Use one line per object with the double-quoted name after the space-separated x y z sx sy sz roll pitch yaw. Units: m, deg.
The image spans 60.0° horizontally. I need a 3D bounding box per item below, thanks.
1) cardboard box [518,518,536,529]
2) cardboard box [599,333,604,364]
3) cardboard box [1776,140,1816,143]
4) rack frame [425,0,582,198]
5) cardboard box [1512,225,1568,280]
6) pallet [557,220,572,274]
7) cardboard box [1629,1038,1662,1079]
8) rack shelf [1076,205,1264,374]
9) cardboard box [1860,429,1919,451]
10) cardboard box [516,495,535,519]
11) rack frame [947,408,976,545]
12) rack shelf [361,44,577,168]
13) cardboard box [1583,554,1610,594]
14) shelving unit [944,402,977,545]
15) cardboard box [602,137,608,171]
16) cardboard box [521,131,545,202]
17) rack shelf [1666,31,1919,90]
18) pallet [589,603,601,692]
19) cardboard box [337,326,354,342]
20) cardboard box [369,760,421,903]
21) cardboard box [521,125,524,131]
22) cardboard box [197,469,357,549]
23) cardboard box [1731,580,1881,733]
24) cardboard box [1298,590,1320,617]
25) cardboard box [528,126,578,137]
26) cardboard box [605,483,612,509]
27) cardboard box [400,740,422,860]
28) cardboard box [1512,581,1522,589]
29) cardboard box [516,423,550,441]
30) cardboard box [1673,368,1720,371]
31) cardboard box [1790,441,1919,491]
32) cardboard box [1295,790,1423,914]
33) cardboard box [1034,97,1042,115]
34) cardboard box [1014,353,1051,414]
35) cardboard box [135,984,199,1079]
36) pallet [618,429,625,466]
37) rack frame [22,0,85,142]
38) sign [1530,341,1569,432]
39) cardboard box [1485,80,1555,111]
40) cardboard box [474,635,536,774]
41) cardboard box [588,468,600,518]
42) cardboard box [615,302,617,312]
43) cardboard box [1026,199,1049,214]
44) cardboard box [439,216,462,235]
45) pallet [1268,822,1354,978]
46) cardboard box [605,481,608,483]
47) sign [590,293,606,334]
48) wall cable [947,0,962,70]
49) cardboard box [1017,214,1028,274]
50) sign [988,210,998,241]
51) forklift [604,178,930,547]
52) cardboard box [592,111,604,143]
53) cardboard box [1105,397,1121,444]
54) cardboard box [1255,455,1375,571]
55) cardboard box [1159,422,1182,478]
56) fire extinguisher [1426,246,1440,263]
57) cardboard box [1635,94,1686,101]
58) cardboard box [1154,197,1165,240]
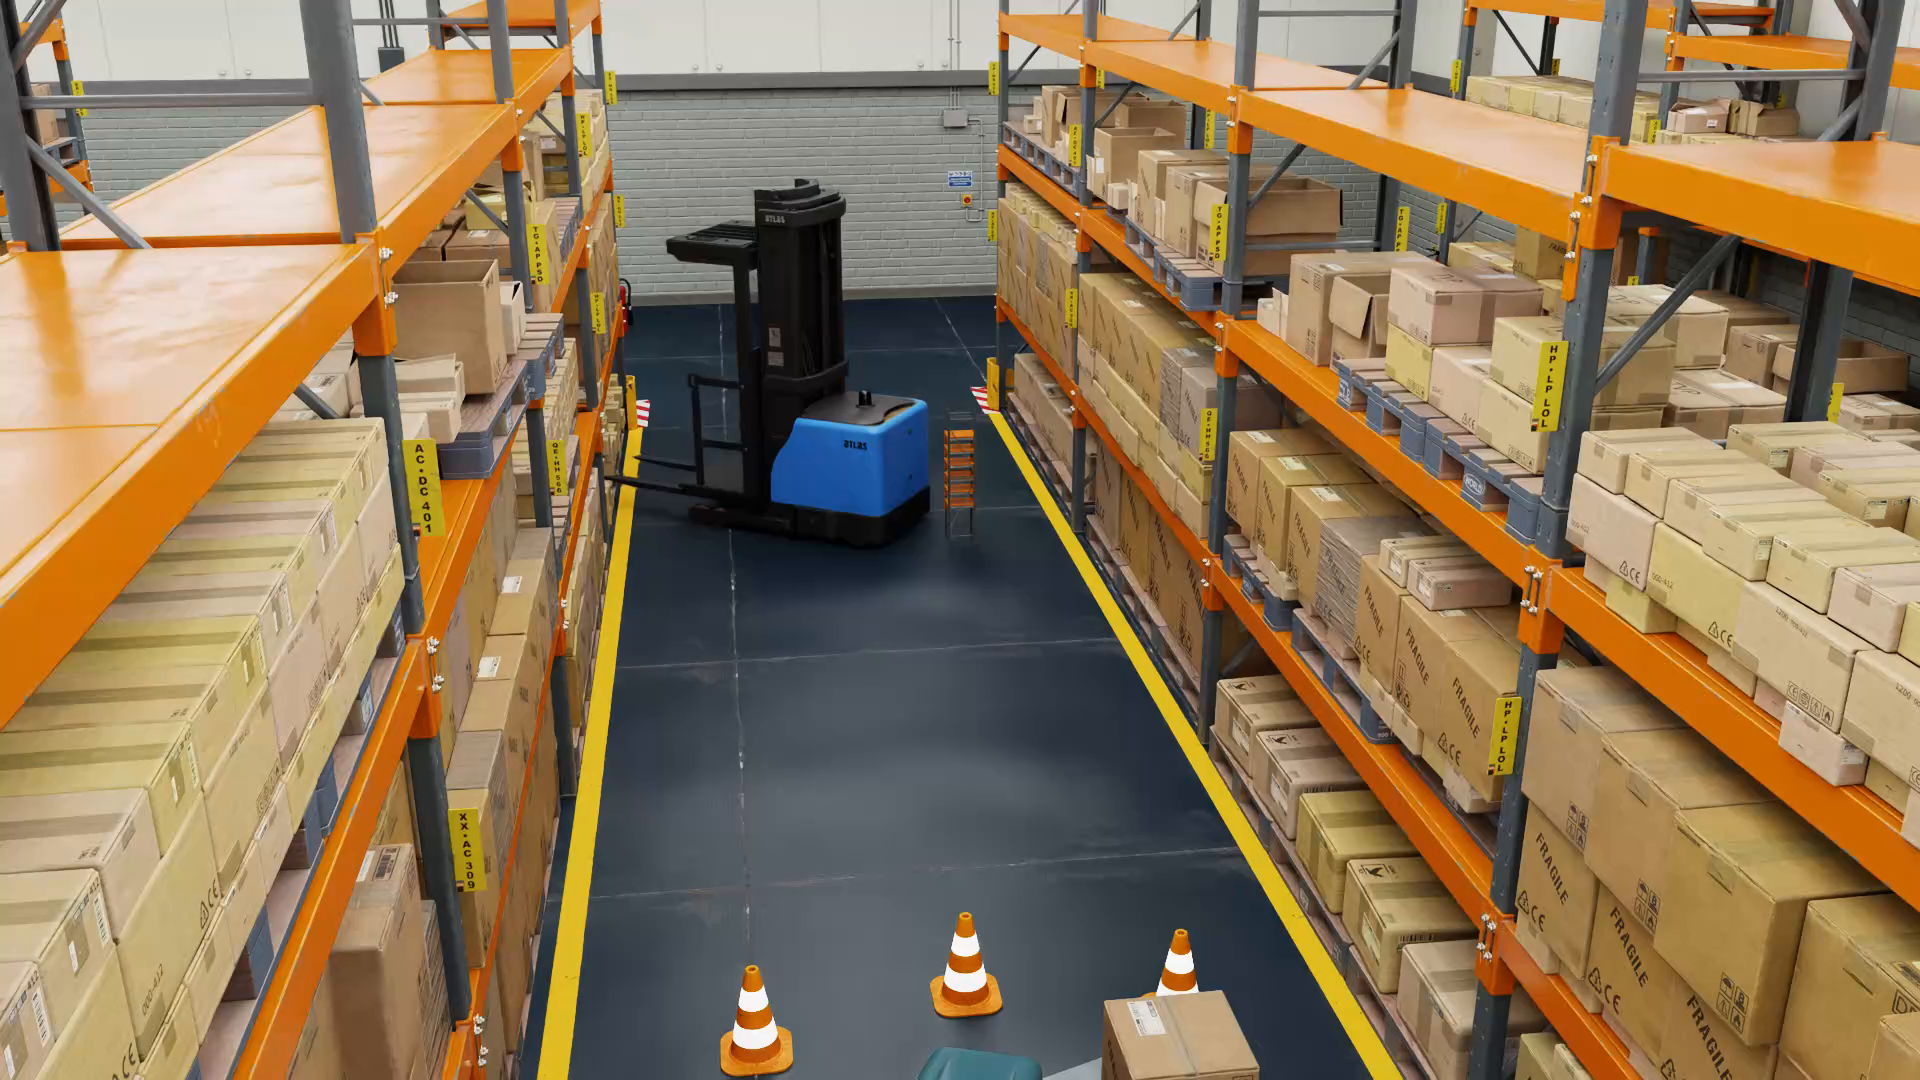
-2.700 -0.081 9.980 0.380 0.149 0.250 -3 21 -9 "cardboard box"
-3.312 -1.763 14.157 0.500 0.500 0.500 -3 21 -8 "cardboard box"
6.674 -3.066 13.116 0.380 0.149 0.250 -2 21 -6 "cardboard box"
-3.412 -4.033 12.226 1.000 3.000 0.127 -3 21 -8 "rack frame"
5.822 -2.874 16.415 0.500 0.500 0.500 -2 21 -6 "cardboard box"
-3.276 -1.961 11.236 1.213 0.211 1.003 -3 21 -8 "pallet"
2.510 1.769 5.627 0.380 0.149 0.250 -2 21 -6 "cardboard box"
1.760 -1.883 11.785 1.077 0.370 4.000 -3 21 -8 "rack shelf"
6.485 -0.661 11.531 0.380 0.149 0.250 -3 21 -7 "cardboard box"
-2.706 -0.233 9.961 0.380 0.149 0.250 -2 21 -5 "cardboard box"
0.015 -0.525 13.982 0.240 1.200 0.006 -3 21 -8 "rack frame"
-3.124 -2.816 10.568 1.077 0.370 4.000 -3 21 -8 "rack shelf"
2.425 0.097 5.815 0.380 0.149 0.250 -3 21 -9 "cardboard box"
0.002 -0.557 14.067 0.258 1.200 0.189 -3 21 -8 "shelving unit"
-3.581 -3.622 15.627 0.500 0.250 0.500 -3 21 -8 "cardboard box"
-3.466 -2.734 12.294 0.700 0.500 0.500 -3 21 -8 "cardboard box"
6.671 -3.352 12.004 1.077 0.370 4.000 -3 21 -8 "rack shelf"
-3.119 0.777 11.908 1.003 0.211 1.213 -3 21 -8 "pallet"
-2.803 -0.831 7.326 0.500 0.311 0.500 -3 21 -9 "cardboard box"
-2.240 1.101 5.298 0.875 0.550 0.550 -3 21 -8 "cardboard box"
-3.774 -3.343 13.597 0.380 0.149 0.250 -2 21 -6 "cardboard box"
-1.819 -0.072 4.385 0.380 0.149 0.250 -3 21 -8 "cardboard box"
2.560 0.307 4.683 0.500 0.250 0.500 -3 21 -7 "cardboard box"
2.044 0.293 8.977 0.380 0.149 0.250 -2 21 -5 "cardboard box"
-3.221 -3.187 13.179 0.380 0.149 0.250 -4 21 -10 "cardboard box"
-3.148 -0.364 14.028 0.380 0.149 0.250 -2 21 -5 "cardboard box"
-2.336 0.861 6.126 0.700 0.500 0.500 -3 21 -9 "cardboard box"
2.711 0.358 7.876 0.500 0.500 0.500 -3 21 -8 "cardboard box"
-2.820 -0.635 10.611 0.380 0.149 0.250 -4 21 -10 "cardboard box"
2.863 -0.667 7.115 0.500 0.250 0.500 -3 21 -8 "cardboard box"
3.000 -0.213 5.506 0.380 0.149 0.250 -3 21 -9 "cardboard box"
2.338 1.626 8.804 0.950 0.372 0.625 -2 21 -6 "cardboard box"
1.049 -4.319 16.751 0.500 0.250 0.500 -5 21 -13 "cardboard box"
1.089 -1.665 17.522 0.875 0.438 0.875 -4 21 -10 "cardboard box"
-1.560 0.917 2.877 0.380 0.149 0.250 -3 21 -8 "cardboard box"
-3.896 -0.991 16.643 1.003 0.211 1.213 -3 21 -8 "pallet"
-8.911 -5.202 15.358 1.000 3.000 0.127 -3 21 -8 "rack frame"
2.076 -0.540 5.859 0.100 0.325 0.005 -3 21 -8 "sign"
5.677 -4.509 16.862 0.500 0.250 0.500 -3 21 -8 "cardboard box"
-2.284 0.781 7.768 0.500 0.500 0.500 -3 21 -7 "cardboard box"
-3.054 -0.354 12.852 0.500 0.250 0.500 -3 21 -9 "cardboard box"
-3.662 -2.391 16.763 0.380 0.149 0.250 -3 21 -8 "cardboard box"
0.850 -3.213 16.106 0.380 0.149 0.250 -3 21 -7 "cardboard box"
-3.254 -1.647 9.982 0.500 0.500 0.500 -3 21 -8 "cardboard box"
2.332 1.877 8.964 1.003 0.211 1.213 -3 21 -8 "pallet"
-3.272 -0.401 14.552 0.380 0.149 0.250 -3 21 -8 "cardboard box"
-2.863 -1.794 13.151 0.100 0.325 0.005 -3 21 -8 "sign"
-0.204 -7.657 21.931 0.463 3.000 0.029 -3 21 -8 "wall cable"
0.846 -2.870 16.116 0.500 0.500 0.500 -3 21 -8 "cardboard box"
0.345 -3.308 17.511 0.100 0.325 0.005 -3 21 -8 "sign"
-1.828 -1.643 14.502 3.031 2.935 1.130 9 22 22 "forklift"
-3.595 -3.853 15.531 0.500 0.250 0.500 -3 21 -9 "cardboard box"
1.408 -0.914 12.664 0.500 0.250 0.500 -3 21 -8 "cardboard box"
1.966 -0.157 9.256 0.500 0.500 0.500 -2 21 -5 "cardboard box"
1.649 -0.618 11.158 0.500 0.250 0.500 -3 21 -9 "cardboard box"
5.328 -2.960 18.572 0.296 0.674 0.183 -3 21 -8 "fire extinguisher"
6.430 -4.007 15.519 0.500 0.250 0.500 -3 21 -8 "cardboard box"
1.503 -2.120 10.984 0.396 0.266 0.258 -3 21 -9 "cardboard box"
